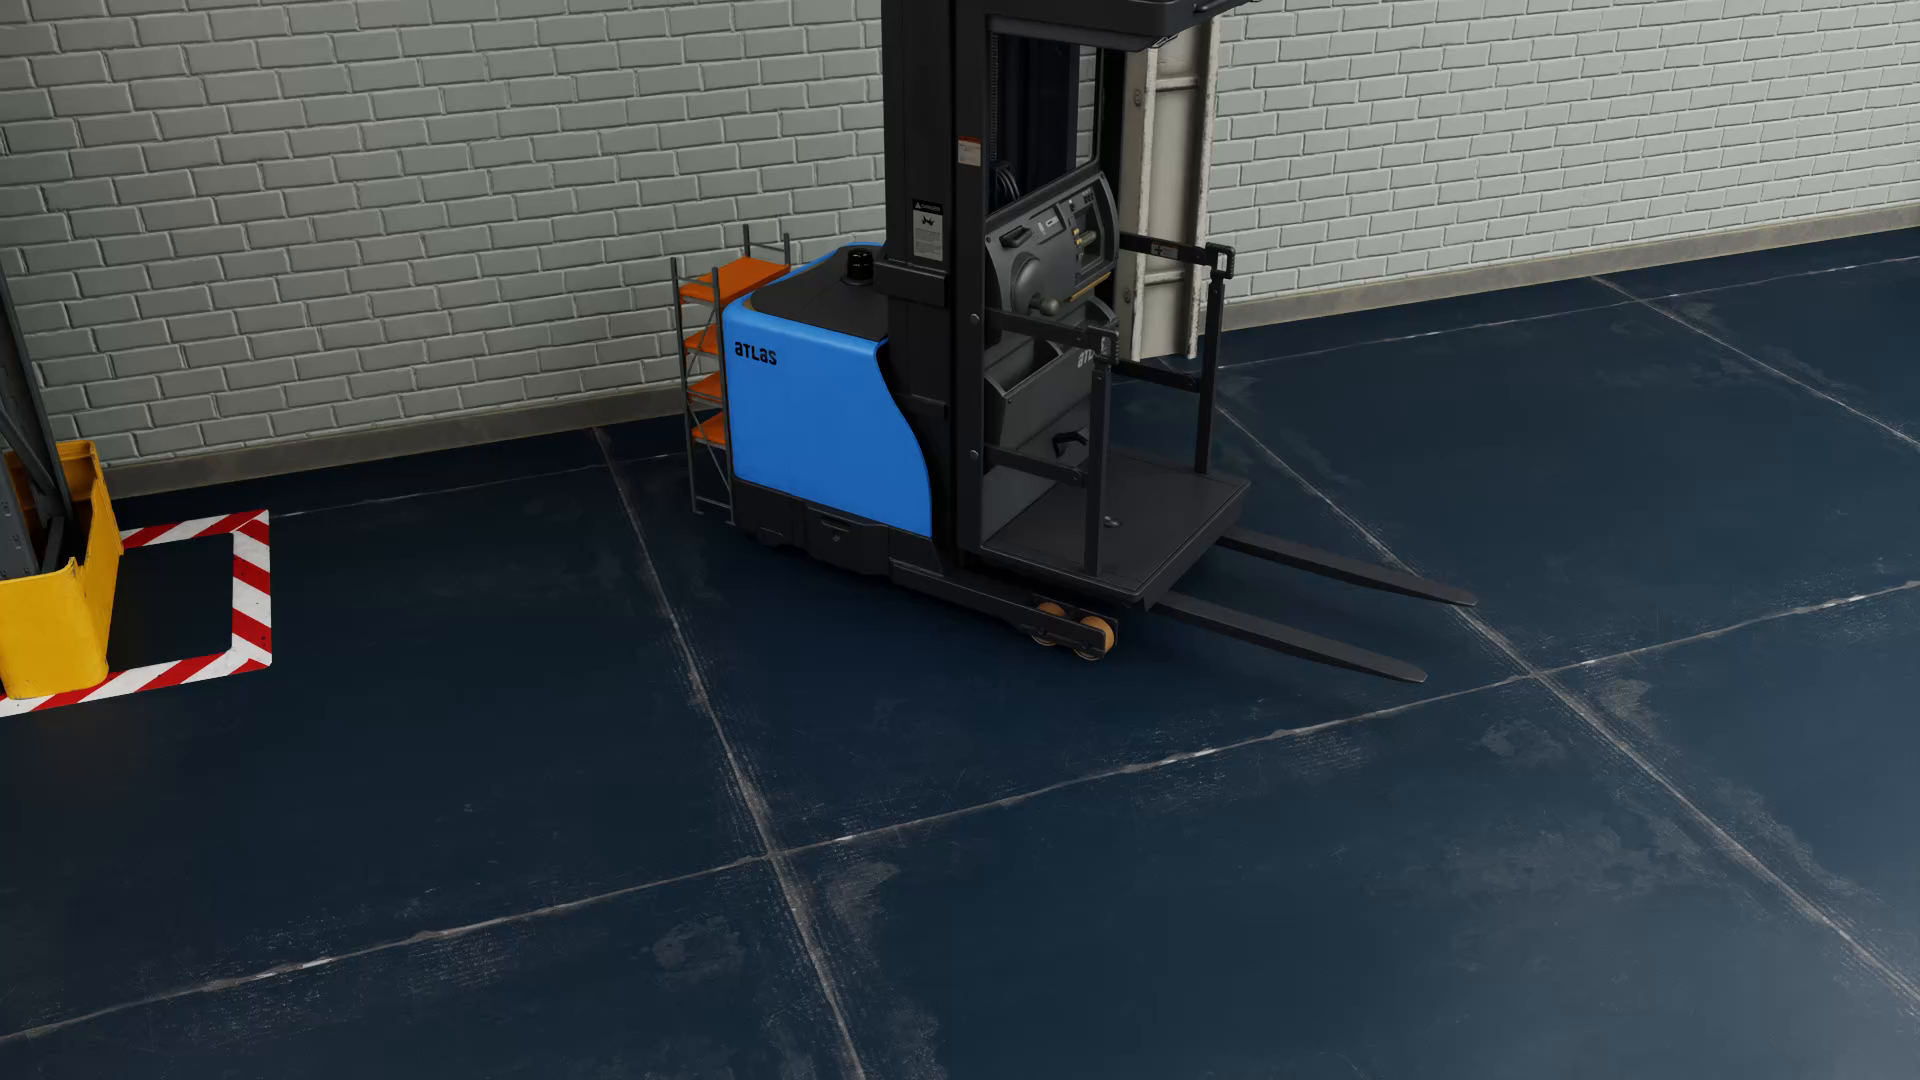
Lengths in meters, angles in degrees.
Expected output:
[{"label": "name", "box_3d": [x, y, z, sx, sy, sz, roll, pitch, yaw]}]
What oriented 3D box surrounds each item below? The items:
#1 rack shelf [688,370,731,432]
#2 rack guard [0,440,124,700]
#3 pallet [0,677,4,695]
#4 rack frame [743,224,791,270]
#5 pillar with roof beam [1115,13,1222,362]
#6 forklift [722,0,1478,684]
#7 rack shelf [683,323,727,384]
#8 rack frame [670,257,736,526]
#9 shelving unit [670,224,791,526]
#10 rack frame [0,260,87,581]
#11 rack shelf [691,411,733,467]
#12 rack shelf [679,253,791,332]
[{"label": "rack shelf", "box_3d": [-0.966, -0.662, 7.336, 0.258, 0.148, 0.480, 17, 34, 27]}, {"label": "rack guard", "box_3d": [-3.595, 0.089, 6.588, 0.348, 0.500, 1.175, -10, 31, -18]}, {"label": "pallet", "box_3d": [-4.320, 0.370, 6.387, 1.213, 0.211, 1.003, -10, 31, -18]}, {"label": "rack frame", "box_3d": [-0.839, -0.824, 7.484, 0.240, 1.200, 0.015, 17, 34, 27]}, {"label": "pillar with roof beam", "box_3d": [2.540, -2.936, 3.312, 0.400, 9.000, 9.100, -10, 31, -18]}, {"label": "forklift", "box_3d": [0.536, -1.109, 6.235, 3.031, 2.935, 1.130, 17, 34, 27]}, {"label": "rack shelf", "box_3d": [-0.966, -0.857, 7.225, 0.258, 0.148, 0.480, 17, 34, 27]}, {"label": "rack frame", "box_3d": [-1.093, -0.617, 7.122, 0.240, 1.200, 0.015, 17, 34, 27]}, {"label": "shelving unit", "box_3d": [-0.966, -0.721, 7.303, 0.258, 1.200, 0.503, 17, 34, 27]}, {"label": "rack frame", "box_3d": [-3.617, -0.993, 5.962, 0.127, 3.000, 1.000, -10, 31, -18]}, {"label": "rack shelf", "box_3d": [-0.966, -0.490, 7.434, 0.258, 0.148, 0.480, 17, 34, 27]}, {"label": "rack shelf", "box_3d": [-0.966, -1.062, 7.108, 0.258, 0.148, 0.480, 17, 34, 27]}]
